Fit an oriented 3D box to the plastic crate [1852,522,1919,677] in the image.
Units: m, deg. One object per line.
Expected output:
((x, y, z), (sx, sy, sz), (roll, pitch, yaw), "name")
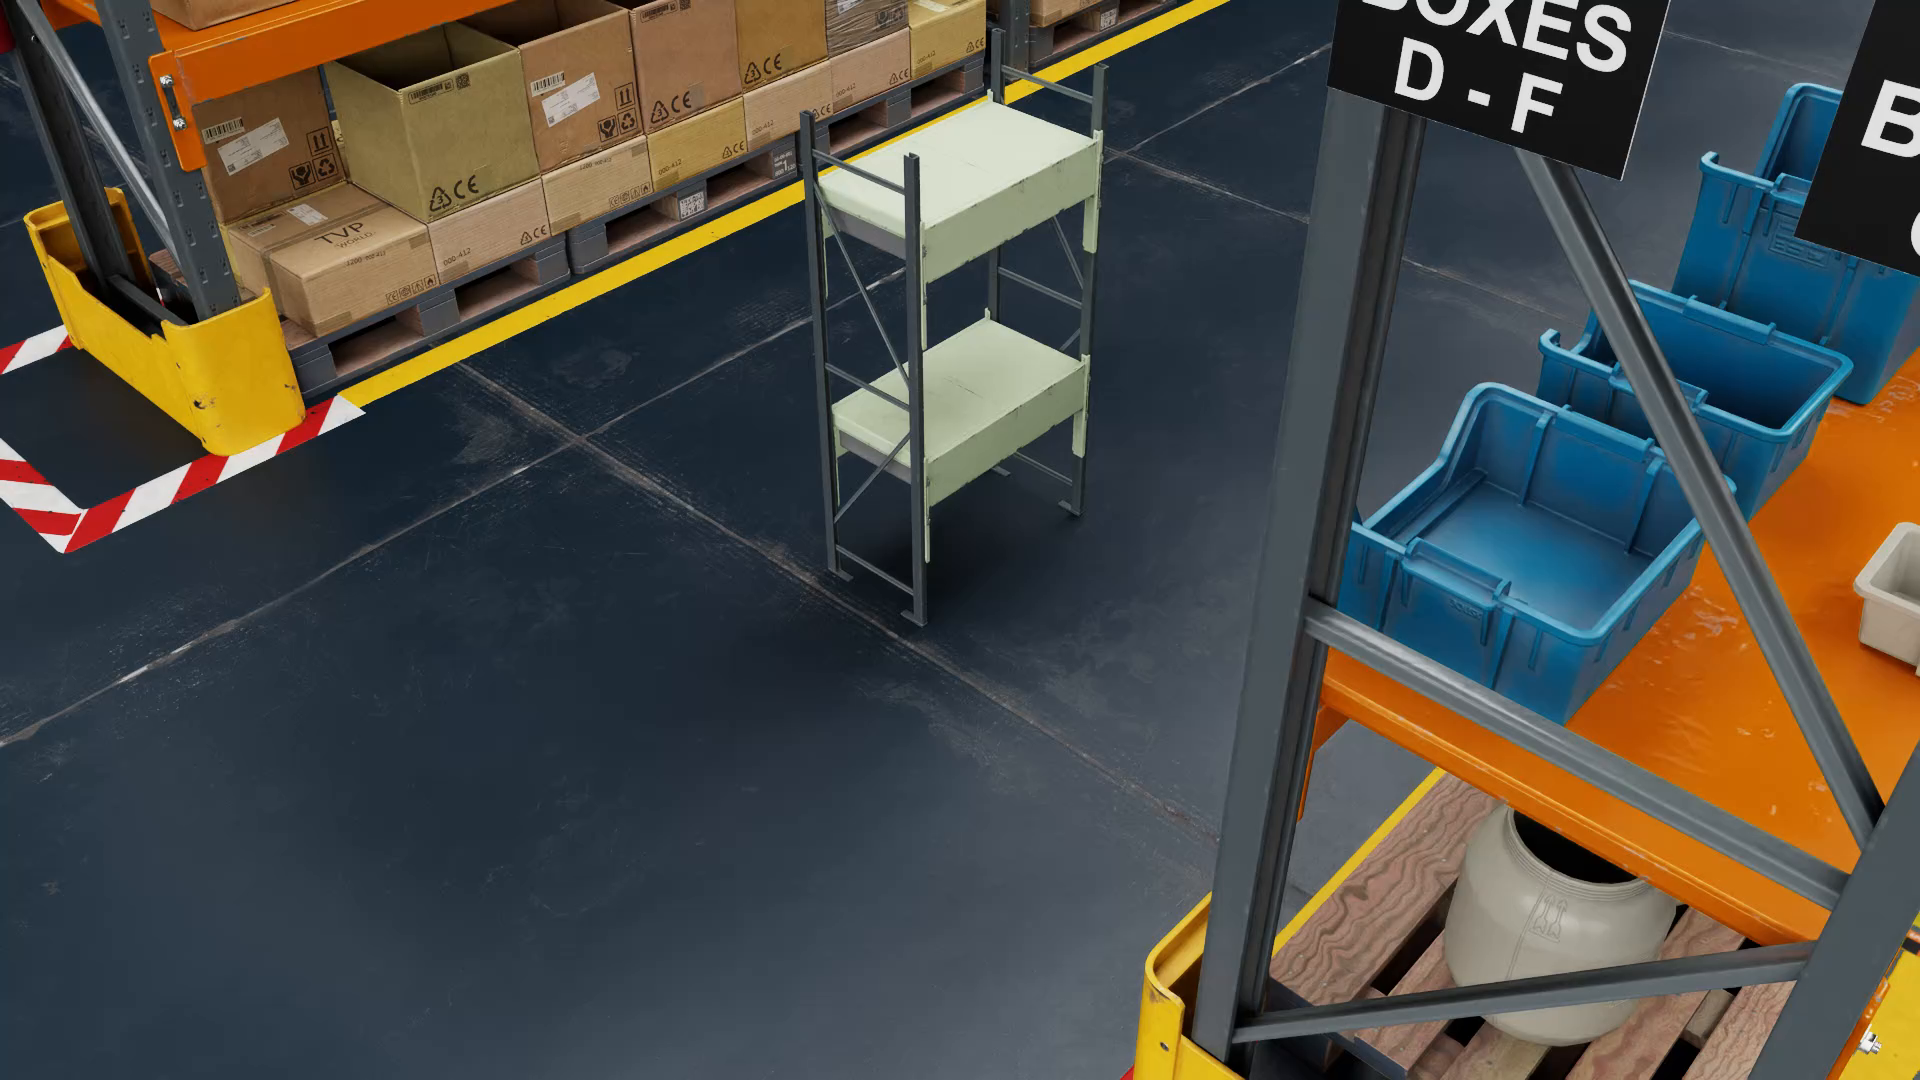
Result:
((1.720, 0.135, 2.882), (0.298, 0.136, 0.250), (30, 47, 32), "plastic crate")

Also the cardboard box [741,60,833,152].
((-0.899, -1.934, 7.143), (0.500, 0.250, 0.500), (30, 47, 32), "cardboard box")

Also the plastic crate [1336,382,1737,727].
((0.995, 0.010, 2.947), (0.499, 0.251, 0.616), (30, 47, 32), "plastic crate")

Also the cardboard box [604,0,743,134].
((-1.236, -1.997, 6.620), (0.500, 0.500, 0.500), (30, 47, 32), "cardboard box")

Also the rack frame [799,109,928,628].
((-0.251, -0.416, 4.568), (0.400, 1.500, 0.023), (30, 47, 32), "rack frame")

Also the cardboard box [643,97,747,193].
((-1.236, -1.704, 6.854), (0.500, 0.250, 0.500), (30, 47, 32), "cardboard box")

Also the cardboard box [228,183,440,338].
((-2.249, -1.015, 5.988), (0.500, 0.250, 0.500), (30, 47, 32), "cardboard box")

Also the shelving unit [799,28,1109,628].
((-0.004, -0.584, 4.779), (0.431, 1.500, 0.755), (30, 47, 32), "shelving unit")

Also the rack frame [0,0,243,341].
((-2.775, -1.774, 5.071), (1.000, 3.000, 0.127), (30, 47, 32), "rack frame")

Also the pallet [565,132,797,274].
((-1.467, -1.609, 7.104), (1.003, 0.211, 1.213), (30, 47, 32), "pallet")

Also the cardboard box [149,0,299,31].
((-2.451, -2.022, 5.303), (0.700, 0.500, 0.500), (30, 47, 32), "cardboard box")

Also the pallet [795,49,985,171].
((-0.644, -2.173, 7.812), (1.003, 0.211, 1.213), (30, 47, 32), "pallet")

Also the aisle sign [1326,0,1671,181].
((0.611, -0.802, 1.759), (0.394, 0.787, 0.004), (30, 47, 32), "aisle sign")

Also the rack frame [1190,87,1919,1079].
((0.881, 0.309, 2.451), (0.949, 2.616, 0.053), (30, 47, 32), "rack frame")

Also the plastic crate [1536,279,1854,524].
((1.437, -0.286, 3.319), (0.499, 0.251, 0.408), (30, 47, 32), "plastic crate")

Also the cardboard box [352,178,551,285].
((-1.915, -1.246, 6.279), (0.500, 0.250, 0.500), (30, 47, 32), "cardboard box")

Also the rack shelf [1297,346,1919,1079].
((2.228, -0.330, 3.833), (1.077, 0.370, 4.000), (30, 47, 32), "rack shelf")

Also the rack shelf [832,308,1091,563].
((-0.005, -0.329, 4.982), (0.431, 0.370, 0.720), (30, 47, 32), "rack shelf")

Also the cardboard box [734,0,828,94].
((-0.909, -2.232, 6.917), (0.500, 0.500, 0.500), (30, 47, 32), "cardboard box")

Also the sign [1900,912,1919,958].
((1.281, 0.432, 2.074), (0.100, 0.325, 0.005), (30, 47, 32), "sign")

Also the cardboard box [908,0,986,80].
((-0.228, -2.395, 7.724), (0.500, 0.250, 0.500), (30, 47, 32), "cardboard box")

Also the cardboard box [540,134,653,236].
((-1.577, -1.476, 6.568), (0.500, 0.250, 0.500), (30, 47, 32), "cardboard box")

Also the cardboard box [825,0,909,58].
((-0.574, -2.464, 7.208), (0.500, 0.500, 0.500), (30, 47, 32), "cardboard box")

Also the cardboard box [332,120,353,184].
((-2.303, -1.467, 6.557), (0.500, 0.250, 0.500), (30, 47, 32), "cardboard box")

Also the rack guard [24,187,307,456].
((-2.792, -0.785, 5.835), (1.175, 0.500, 0.348), (30, 47, 32), "rack guard")

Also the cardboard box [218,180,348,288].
((-2.632, -1.233, 6.262), (0.500, 0.250, 0.500), (30, 47, 32), "cardboard box")

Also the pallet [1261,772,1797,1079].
((1.447, 0.973, 3.856), (1.003, 0.211, 1.213), (30, 47, 32), "pallet")

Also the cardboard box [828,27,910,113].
((-0.573, -2.169, 7.440), (0.500, 0.250, 0.500), (30, 47, 32), "cardboard box")

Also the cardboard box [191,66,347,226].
((-2.633, -1.527, 6.030), (0.500, 0.500, 0.500), (30, 47, 32), "cardboard box")

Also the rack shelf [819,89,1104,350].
((-0.004, -0.889, 4.536), (0.431, 0.370, 0.720), (30, 47, 32), "rack shelf")

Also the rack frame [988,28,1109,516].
((0.242, -0.752, 4.991), (0.400, 1.500, 0.023), (30, 47, 32), "rack frame")

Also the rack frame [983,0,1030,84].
((-0.077, -3.612, 7.382), (1.000, 3.000, 0.127), (30, 47, 32), "rack frame")

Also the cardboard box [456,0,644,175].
((-1.586, -1.774, 6.341), (0.500, 0.500, 0.500), (30, 47, 32), "cardboard box")

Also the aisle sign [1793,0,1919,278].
((1.046, -0.554, 1.448), (0.394, 0.787, 0.004), (30, 47, 32), "aisle sign")

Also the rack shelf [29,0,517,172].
((-1.426, -2.411, 6.450), (1.077, 0.370, 4.000), (30, 47, 32), "rack shelf")

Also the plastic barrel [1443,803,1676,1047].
((1.266, 0.782, 3.517), (0.421, 0.512, 0.421), (0, 38, 0), "plastic barrel")

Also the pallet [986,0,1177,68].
((0.391, -2.875, 8.696), (1.003, 0.211, 1.213), (30, 47, 32), "pallet")

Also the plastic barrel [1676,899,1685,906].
((1.604, 0.552, 3.807), (0.421, 0.512, 0.421), (0, 38, 0), "plastic barrel")

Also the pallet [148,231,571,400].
((-2.290, -1.052, 6.403), (1.003, 0.211, 1.213), (30, 47, 32), "pallet")

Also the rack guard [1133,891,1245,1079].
((0.895, 1.231, 3.300), (1.175, 0.500, 0.348), (30, 47, 32), "rack guard")

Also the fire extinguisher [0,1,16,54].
((-3.198, -1.885, 5.272), (0.296, 0.674, 0.183), (30, 47, 32), "fire extinguisher")

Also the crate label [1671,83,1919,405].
((1.920, -0.665, 3.648), (0.502, 0.435, 0.616), (30, 47, 32), "crate label")

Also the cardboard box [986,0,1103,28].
((0.378, -2.781, 8.209), (0.500, 0.250, 0.500), (28, 47, 31), "cardboard box")

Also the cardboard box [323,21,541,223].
((-1.914, -1.539, 6.045), (0.500, 0.500, 0.500), (30, 47, 32), "cardboard box")
